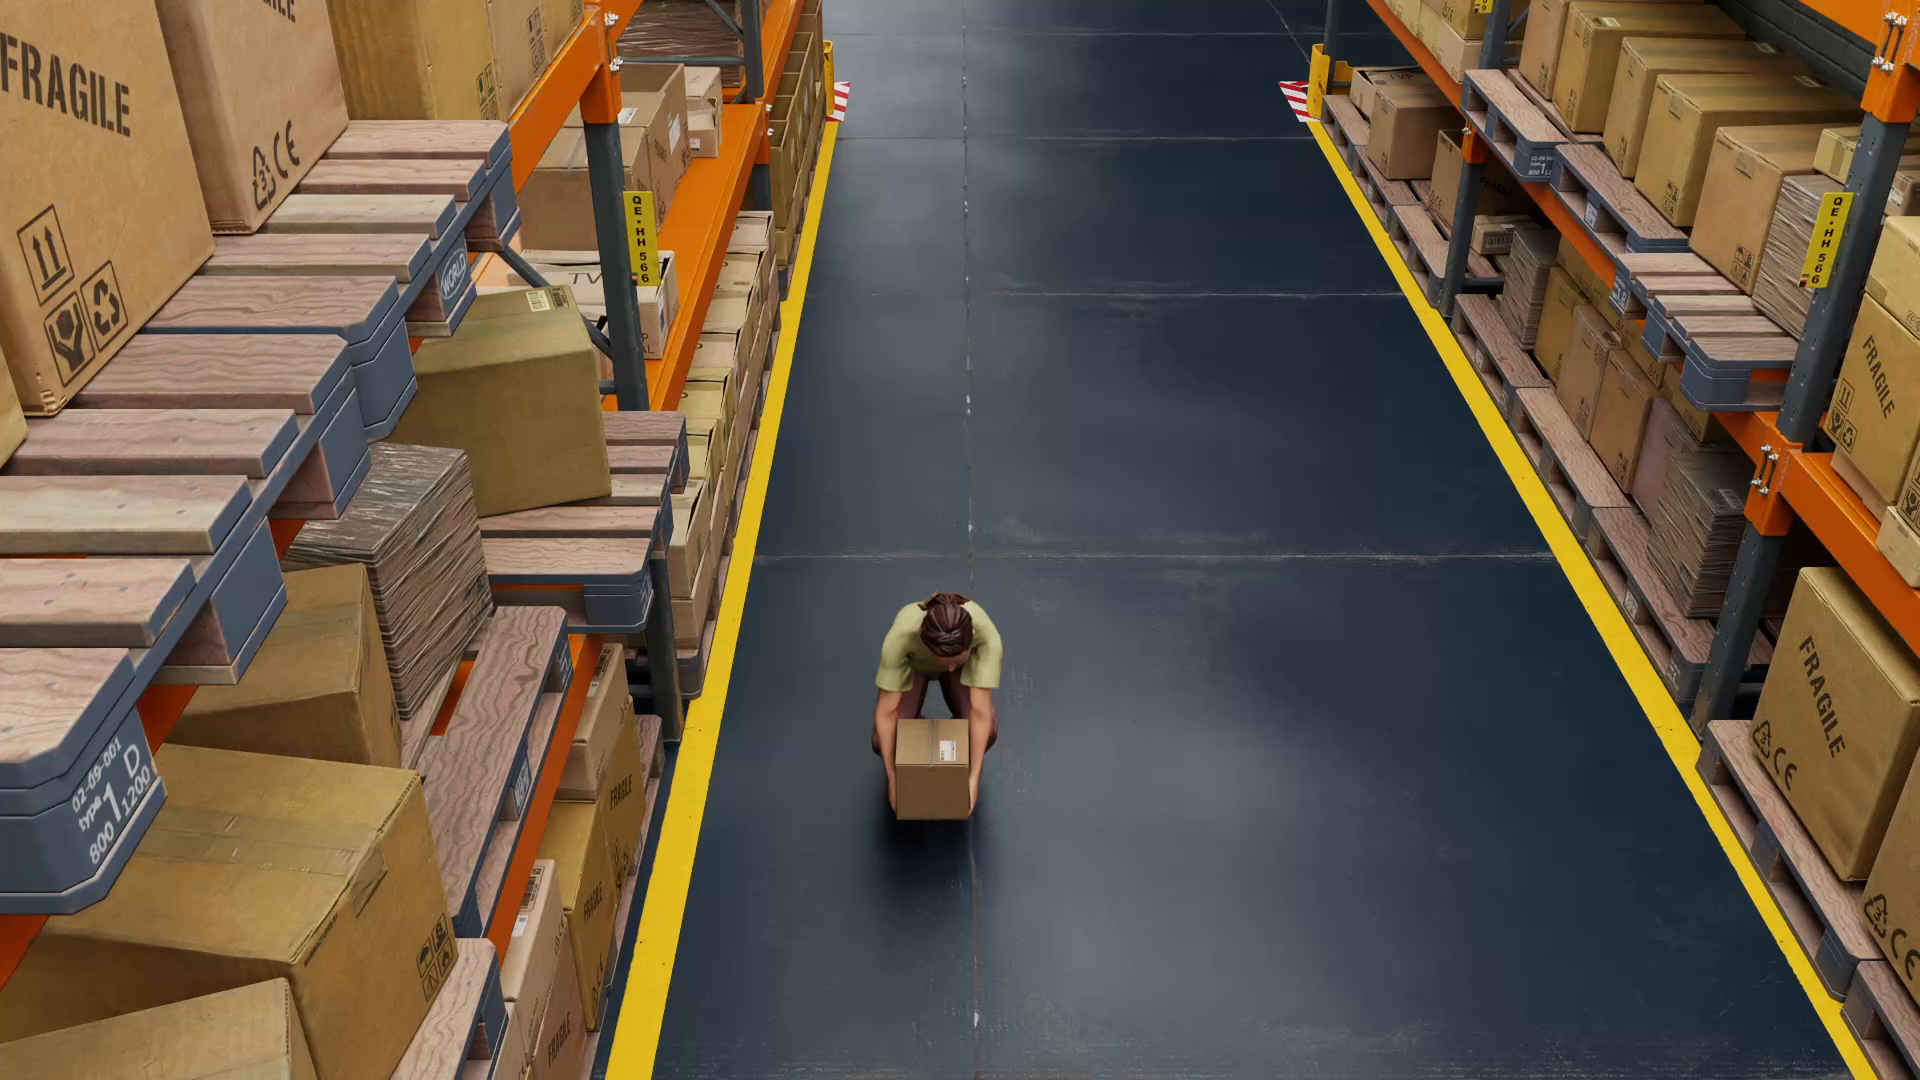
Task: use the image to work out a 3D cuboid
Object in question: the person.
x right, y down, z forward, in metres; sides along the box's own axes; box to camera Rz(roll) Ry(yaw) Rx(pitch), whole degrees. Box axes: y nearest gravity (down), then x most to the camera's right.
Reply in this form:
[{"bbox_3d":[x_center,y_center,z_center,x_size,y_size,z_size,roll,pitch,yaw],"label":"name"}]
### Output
[{"bbox_3d":[-0.085,0.516,6.016,0.471,0.933,0.802,0,32,0],"label":"person"}]
